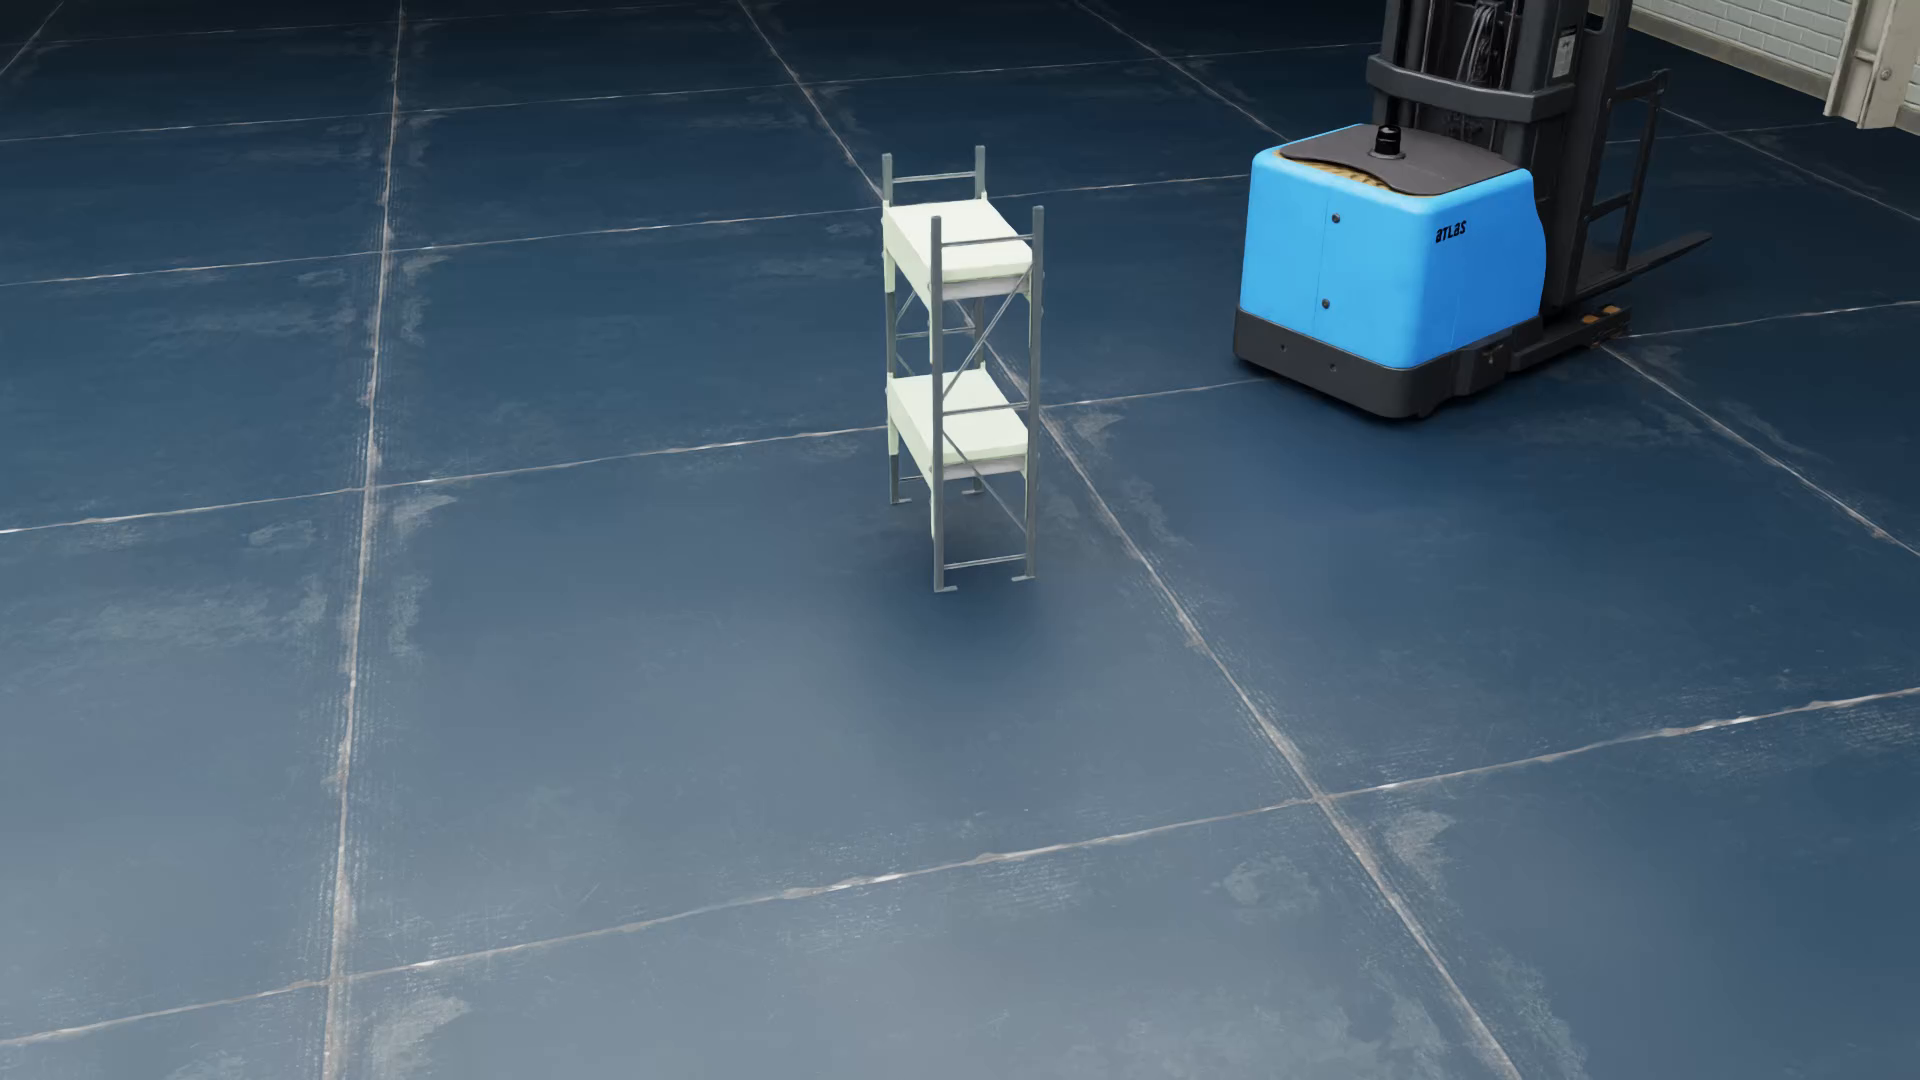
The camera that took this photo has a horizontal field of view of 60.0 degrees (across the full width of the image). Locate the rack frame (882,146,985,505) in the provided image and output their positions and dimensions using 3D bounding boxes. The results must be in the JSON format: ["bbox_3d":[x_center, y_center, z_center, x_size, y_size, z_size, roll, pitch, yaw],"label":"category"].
[{"bbox_3d":[-0.099,-0.829,6.685,0.400,1.500,0.023,-8,31,-13],"label":"rack frame"}]

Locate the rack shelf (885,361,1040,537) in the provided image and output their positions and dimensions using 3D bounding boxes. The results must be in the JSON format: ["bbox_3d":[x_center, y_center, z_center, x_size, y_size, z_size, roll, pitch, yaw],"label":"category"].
[{"bbox_3d":[-0.002,-0.370,6.543,0.431,0.370,0.720,-8,31,-13],"label":"rack shelf"}]

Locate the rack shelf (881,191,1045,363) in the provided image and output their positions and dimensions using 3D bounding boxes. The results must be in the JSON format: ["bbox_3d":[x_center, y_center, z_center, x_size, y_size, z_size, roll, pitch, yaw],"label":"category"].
[{"bbox_3d":[-0.002,-0.990,6.184,0.431,0.370,0.720,-8,31,-13],"label":"rack shelf"}]

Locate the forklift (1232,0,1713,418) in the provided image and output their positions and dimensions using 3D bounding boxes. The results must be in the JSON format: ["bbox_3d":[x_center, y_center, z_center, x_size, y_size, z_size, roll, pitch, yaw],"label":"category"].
[{"bbox_3d":[2.806,-2.423,8.010,3.031,2.935,1.130,-22,37,-33],"label":"forklift"}]

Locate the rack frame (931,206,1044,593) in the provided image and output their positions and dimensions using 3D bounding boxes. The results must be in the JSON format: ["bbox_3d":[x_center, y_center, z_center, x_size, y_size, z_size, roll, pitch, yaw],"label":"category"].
[{"bbox_3d":[0.095,-0.476,6.074,0.400,1.500,0.023,-8,31,-13],"label":"rack frame"}]

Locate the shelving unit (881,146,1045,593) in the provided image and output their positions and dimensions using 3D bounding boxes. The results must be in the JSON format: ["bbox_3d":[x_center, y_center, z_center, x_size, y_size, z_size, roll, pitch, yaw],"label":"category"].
[{"bbox_3d":[-0.002,-0.652,6.380,0.431,1.500,0.755,-8,31,-13],"label":"shelving unit"}]

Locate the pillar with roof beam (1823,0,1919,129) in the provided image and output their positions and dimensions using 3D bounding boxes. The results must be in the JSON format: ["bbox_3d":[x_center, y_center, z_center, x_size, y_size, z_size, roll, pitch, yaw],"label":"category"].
[{"bbox_3d":[2.328,-6.347,8.732,9.100,9.000,0.400,-8,31,-13],"label":"pillar with roof beam"}]
